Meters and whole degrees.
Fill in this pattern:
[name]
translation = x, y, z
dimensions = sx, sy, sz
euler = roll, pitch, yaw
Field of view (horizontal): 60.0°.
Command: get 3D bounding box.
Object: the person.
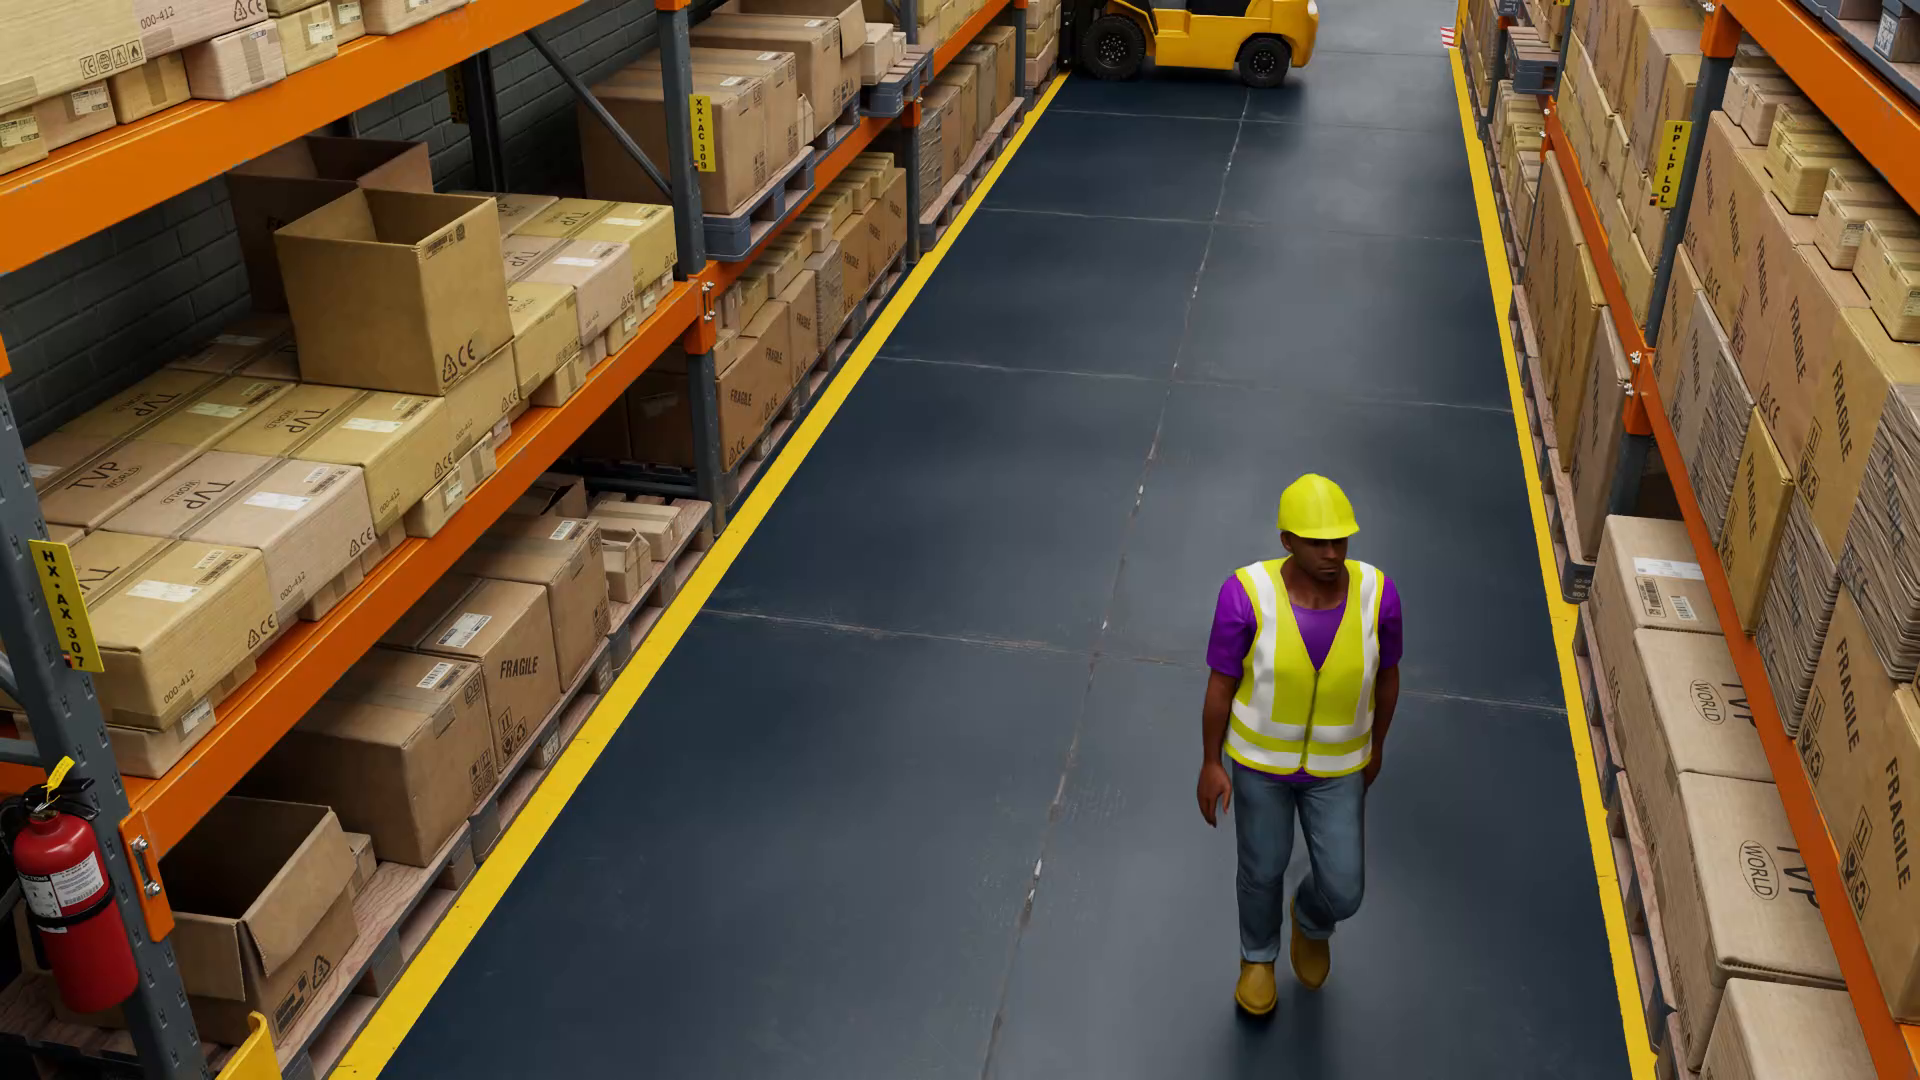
[person]
translation = 0.986, 0.654, 4.866
dimensions = 0.578, 1.773, 0.456
euler = 2, 29, 4
